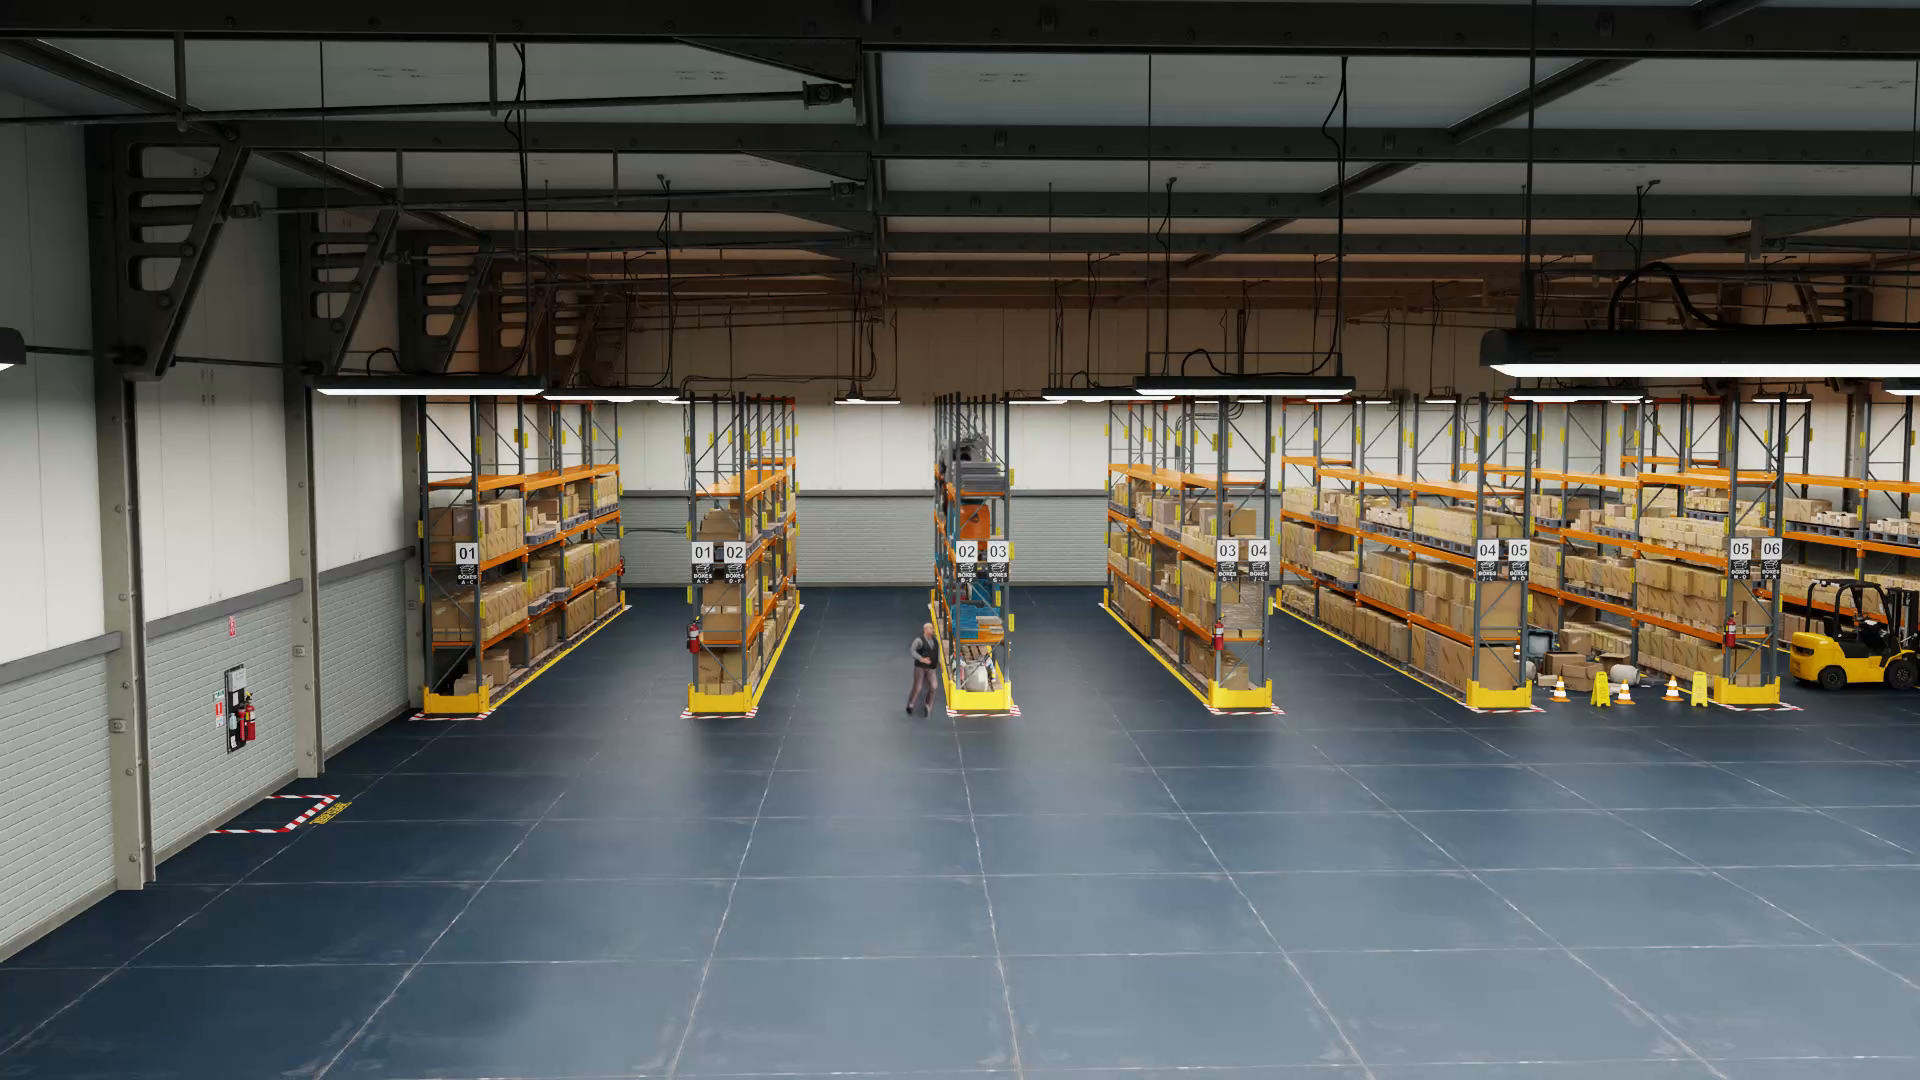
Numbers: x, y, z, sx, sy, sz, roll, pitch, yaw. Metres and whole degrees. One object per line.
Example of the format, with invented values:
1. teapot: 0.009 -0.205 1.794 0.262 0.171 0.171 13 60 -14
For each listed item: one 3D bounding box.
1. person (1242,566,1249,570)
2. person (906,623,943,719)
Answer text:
1. person: 7.971 1.144 47.443 0.618 1.612 0.676 2 5 20
2. person: -0.614 2.415 30.802 0.717 1.756 0.661 -3 5 -30
